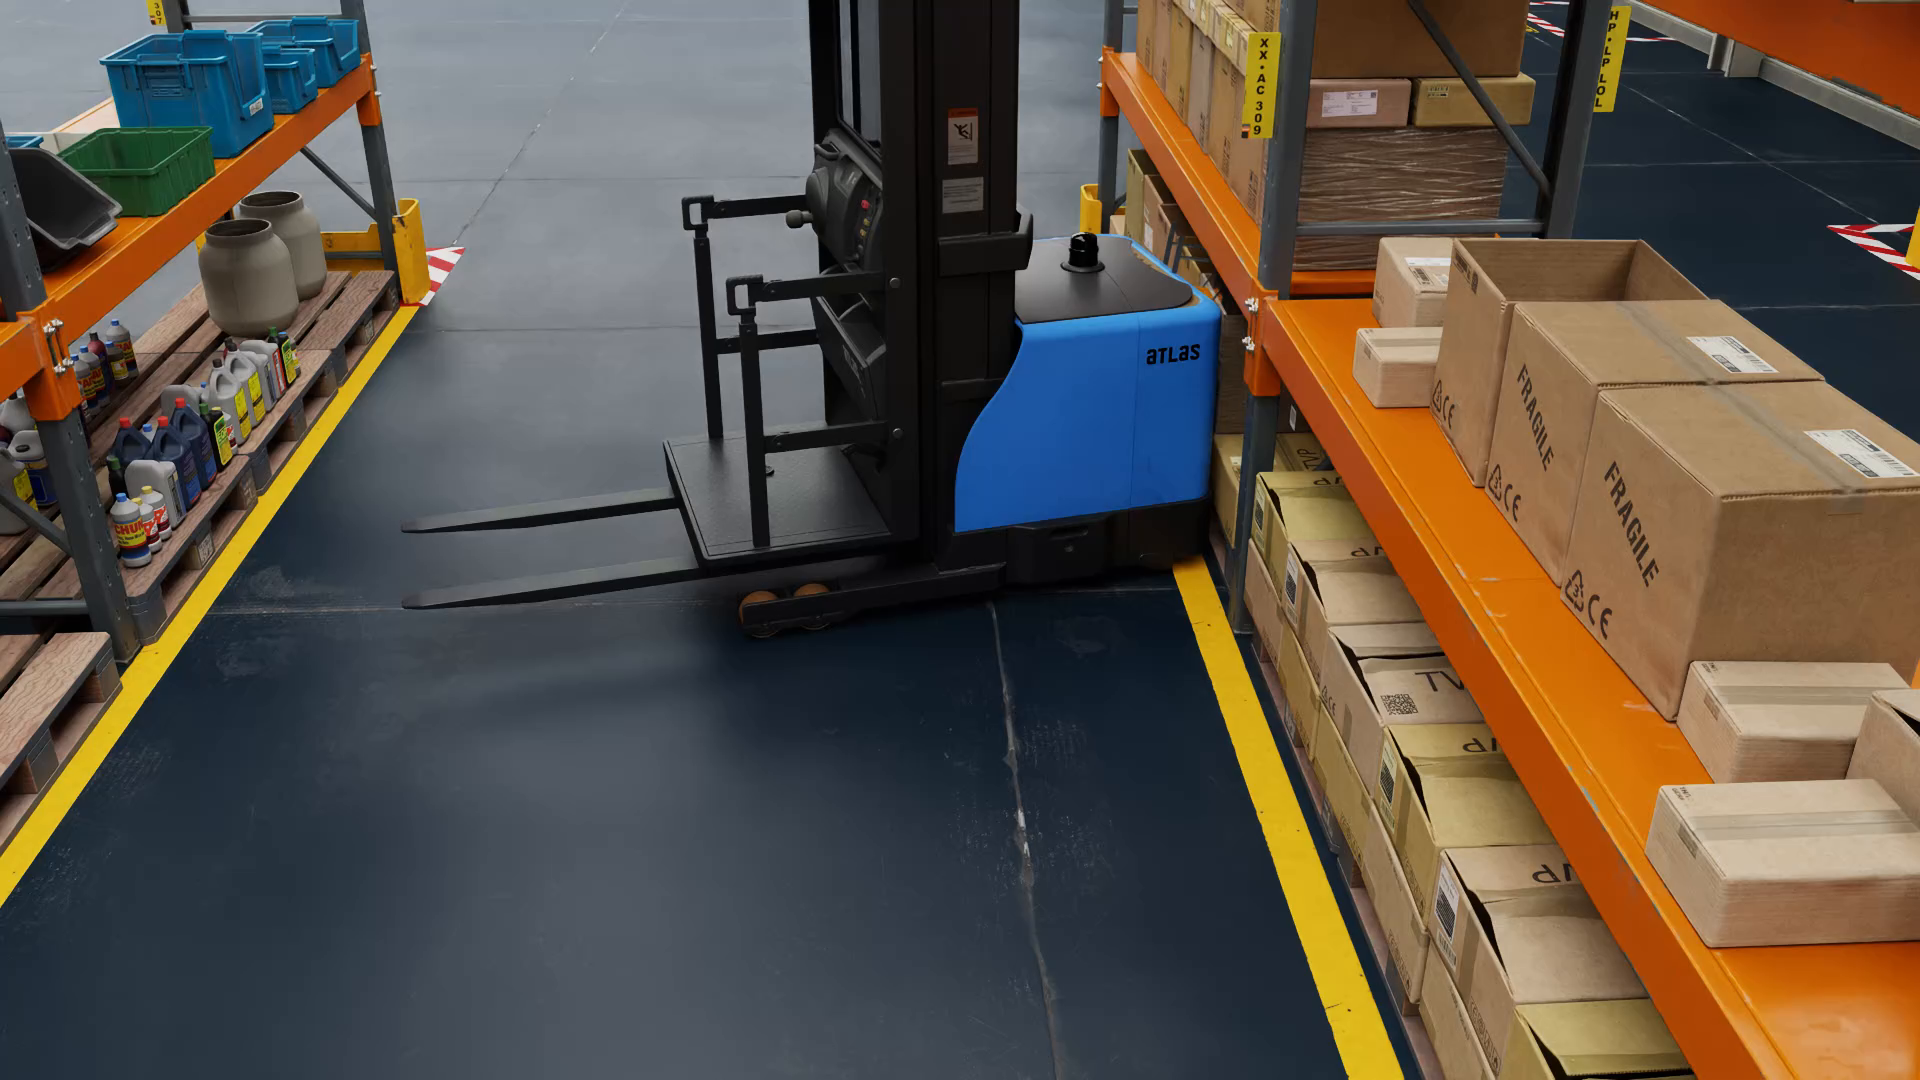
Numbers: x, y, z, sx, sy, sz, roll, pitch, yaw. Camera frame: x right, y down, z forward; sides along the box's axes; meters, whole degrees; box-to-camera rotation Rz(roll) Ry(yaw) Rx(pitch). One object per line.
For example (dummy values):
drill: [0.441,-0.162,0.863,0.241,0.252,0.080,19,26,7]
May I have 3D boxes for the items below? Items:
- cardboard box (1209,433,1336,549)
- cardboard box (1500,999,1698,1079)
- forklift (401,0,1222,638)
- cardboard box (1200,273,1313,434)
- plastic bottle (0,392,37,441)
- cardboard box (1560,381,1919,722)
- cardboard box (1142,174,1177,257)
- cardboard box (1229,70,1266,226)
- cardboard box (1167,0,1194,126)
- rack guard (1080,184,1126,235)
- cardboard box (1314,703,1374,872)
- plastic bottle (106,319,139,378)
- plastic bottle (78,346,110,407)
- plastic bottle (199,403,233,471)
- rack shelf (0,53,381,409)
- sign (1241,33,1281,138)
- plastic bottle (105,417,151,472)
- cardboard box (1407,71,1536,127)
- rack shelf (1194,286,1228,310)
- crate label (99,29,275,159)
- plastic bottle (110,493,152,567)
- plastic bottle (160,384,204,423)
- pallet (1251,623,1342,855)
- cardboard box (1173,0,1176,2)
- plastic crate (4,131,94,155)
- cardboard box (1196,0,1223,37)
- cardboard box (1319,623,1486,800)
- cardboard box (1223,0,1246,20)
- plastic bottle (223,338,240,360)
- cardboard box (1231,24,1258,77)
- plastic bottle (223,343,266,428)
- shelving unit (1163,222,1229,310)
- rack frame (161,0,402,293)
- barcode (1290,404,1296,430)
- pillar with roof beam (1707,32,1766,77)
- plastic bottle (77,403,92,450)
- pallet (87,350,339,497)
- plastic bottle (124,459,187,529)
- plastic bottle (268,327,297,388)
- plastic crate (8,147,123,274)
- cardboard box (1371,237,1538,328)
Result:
cardboard box: [1.254,-0.194,6.397,0.500,0.250,0.500,-1,28,-3]
cardboard box: [1.399,1.138,3.237,0.500,0.311,0.500,-2,28,-3]
forklift: [-0.598,-1.216,5.912,3.031,2.935,1.130,-8,29,-15]
cardboard box: [1.240,-0.757,6.667,0.500,0.500,0.500,-1,28,-3]
plastic bottle: [-3.798,-0.449,6.755,0.144,0.351,0.185,-2,28,-3]
cardboard box: [1.602,0.011,3.378,0.500,0.500,0.500,-3,28,-5]
cardboard box: [1.161,-1.450,7.995,0.500,0.500,0.500,-1,28,-3]
cardboard box: [1.433,-1.510,6.294,0.700,0.500,0.500,-2,28,-3]
cardboard box: [1.352,-2.222,7.658,0.700,0.500,0.500,-1,28,-2]
rack guard: [1.287,-1.768,9.599,1.175,0.500,0.348,-1,28,-3]
cardboard box: [1.326,0.683,4.717,0.500,0.250,0.500,-2,28,-4]
plastic bottle: [-3.875,-0.888,7.683,0.097,0.271,0.097,0,28,0]
plastic bottle: [-3.857,-0.729,7.380,0.097,0.271,0.097,0,28,0]
plastic bottle: [-3.055,-0.438,6.807,0.061,0.283,0.133,0,28,0]
rack shelf: [-3.554,-1.505,7.169,1.077,0.370,4.000,-1,28,-3]
sign: [0.943,-1.423,5.212,0.100,0.325,0.005,-1,28,-3]
plastic bottle: [-3.222,-0.300,6.470,0.144,0.351,0.185,-1,28,-3]
cardboard box: [1.676,-1.479,5.532,0.380,0.149,0.250,-1,28,-3]
rack shelf: [0.906,-0.936,6.554,0.258,0.103,0.180,7,26,-7]
crate label: [-3.293,-1.919,7.148,0.502,0.435,0.616,-1,28,-3]
plastic bottle: [-3.029,-0.043,6.063,0.097,0.271,0.097,0,28,0]
plastic bottle: [-3.256,-0.538,7.008,0.152,0.276,0.135,-1,28,-3]
pallet: [1.574,0.558,5.452,1.003,0.211,1.213,-1,28,-3]
cardboard box: [1.149,-2.534,7.555,0.380,0.149,0.250,-2,28,-4]
plastic crate: [-3.788,-1.527,6.719,0.530,0.136,0.437,-1,28,-3]
cardboard box: [1.187,-2.179,6.875,0.380,0.149,0.250,-1,28,-1]
cardboard box: [1.319,0.434,4.588,0.500,0.311,0.500,-2,28,-4]
cardboard box: [1.414,-2.307,6.418,0.700,0.500,0.500,-1,28,-3]
plastic bottle: [-3.246,-0.780,7.464,0.061,0.283,0.133,-1,28,-3]
cardboard box: [1.227,-1.827,6.199,0.380,0.149,0.250,-1,28,-3]
plastic bottle: [-3.119,-0.673,7.185,0.144,0.351,0.185,0,28,-1]
shelving unit: [0.857,-0.656,6.691,0.258,1.200,0.189,7,26,-7]
rack frame: [-3.659,-2.747,8.774,1.000,3.000,0.127,-1,28,-3]
barcode: [1.094,-0.402,5.467,0.001,0.075,0.075,-1,28,-3]
pillar with roof beam: [2.523,-8.011,12.378,9.100,9.000,0.400,-1,28,-3]
plastic bottle: [-3.697,-0.497,6.921,0.061,0.283,0.133,-1,28,-3]
pallet: [-3.510,-0.539,7.556,1.003,0.211,1.213,-1,28,-3]
plastic bottle: [-3.073,-0.194,6.347,0.152,0.276,0.135,0,28,-1]
plastic bottle: [-3.101,-0.847,7.592,0.061,0.283,0.133,-1,28,-1]
plastic crate: [-3.350,-1.117,5.716,0.767,0.338,0.504,-1,28,-3]
cardboard box: [1.566,-0.725,5.059,0.500,0.250,0.500,0,28,1]
